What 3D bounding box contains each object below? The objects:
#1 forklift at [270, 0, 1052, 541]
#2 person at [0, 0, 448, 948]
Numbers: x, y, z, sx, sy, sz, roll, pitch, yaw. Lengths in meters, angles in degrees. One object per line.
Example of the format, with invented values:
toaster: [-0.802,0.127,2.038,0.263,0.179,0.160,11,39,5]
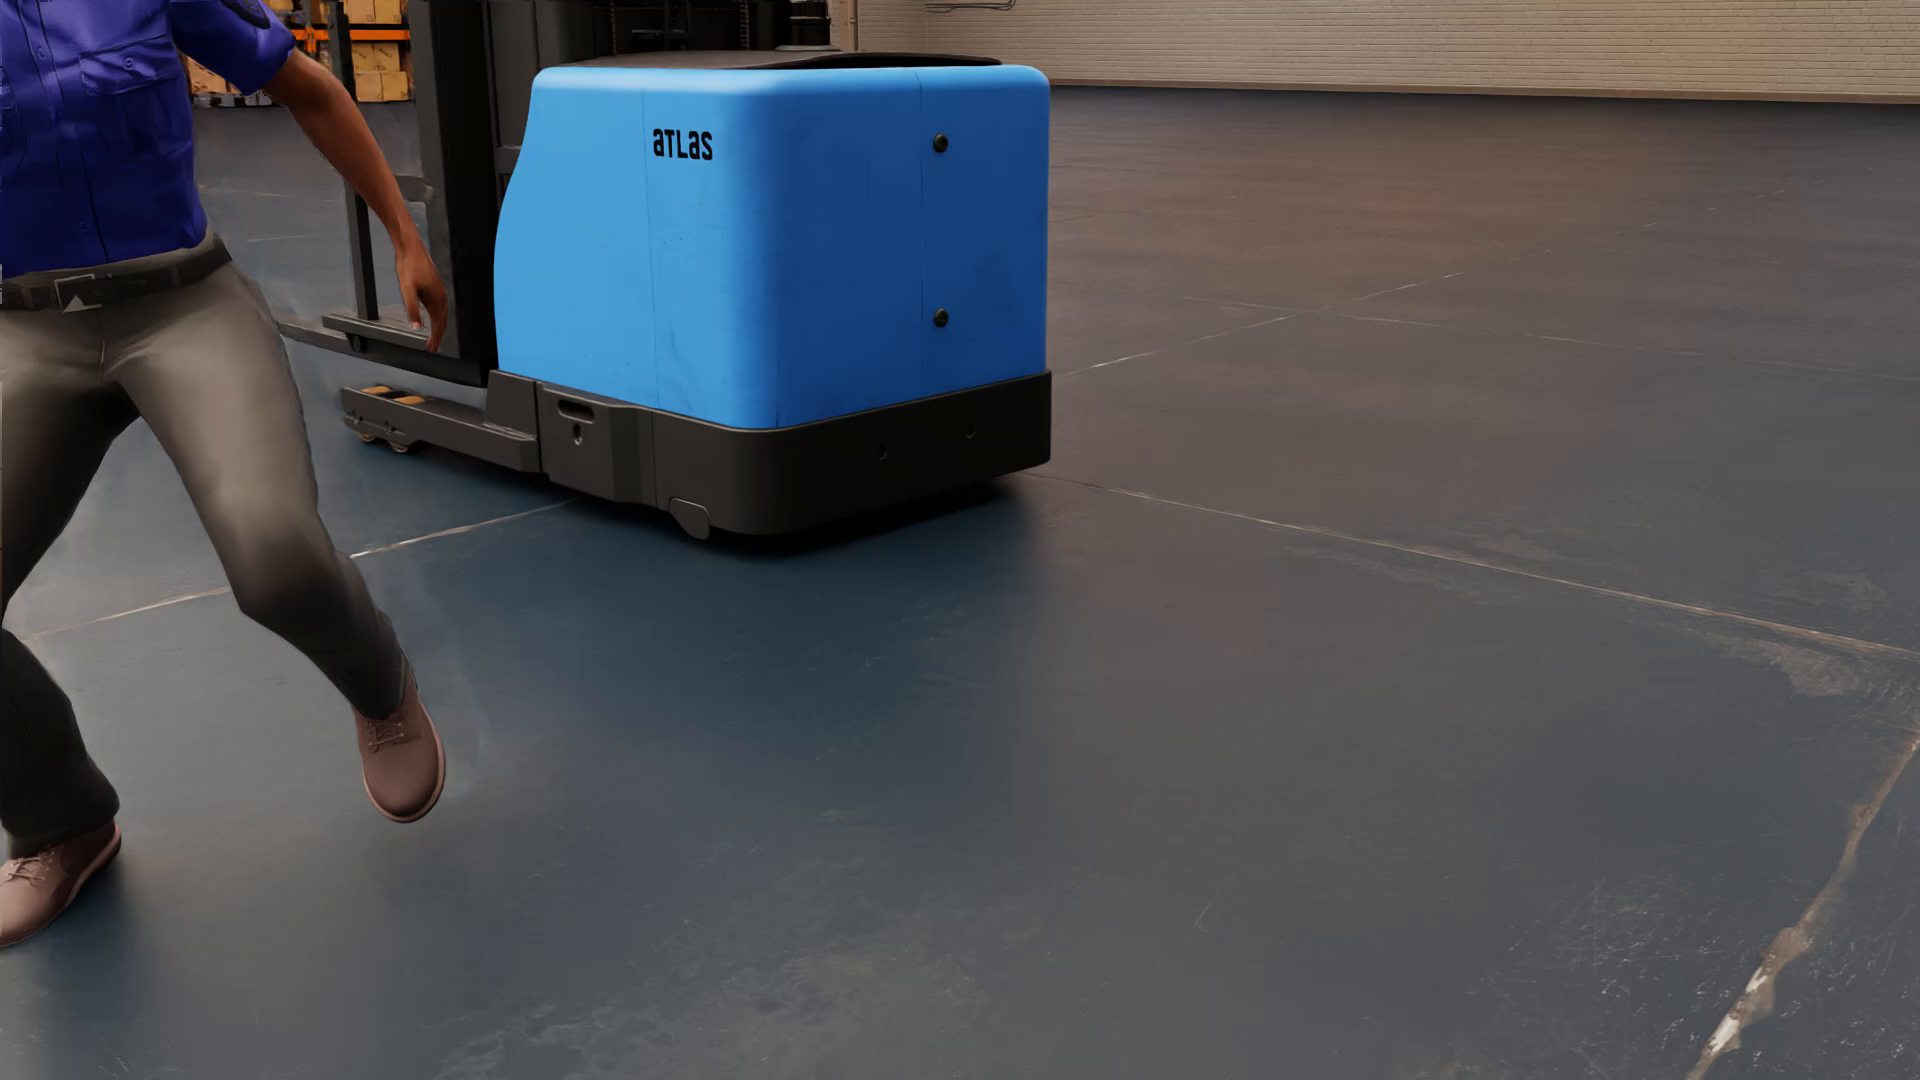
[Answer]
forklift: [-1.173,-1.745,4.645,3.031,2.935,1.130,16,23,41]
person: [-1.079,-0.238,2.146,0.799,1.540,0.509,-5,17,-15]
